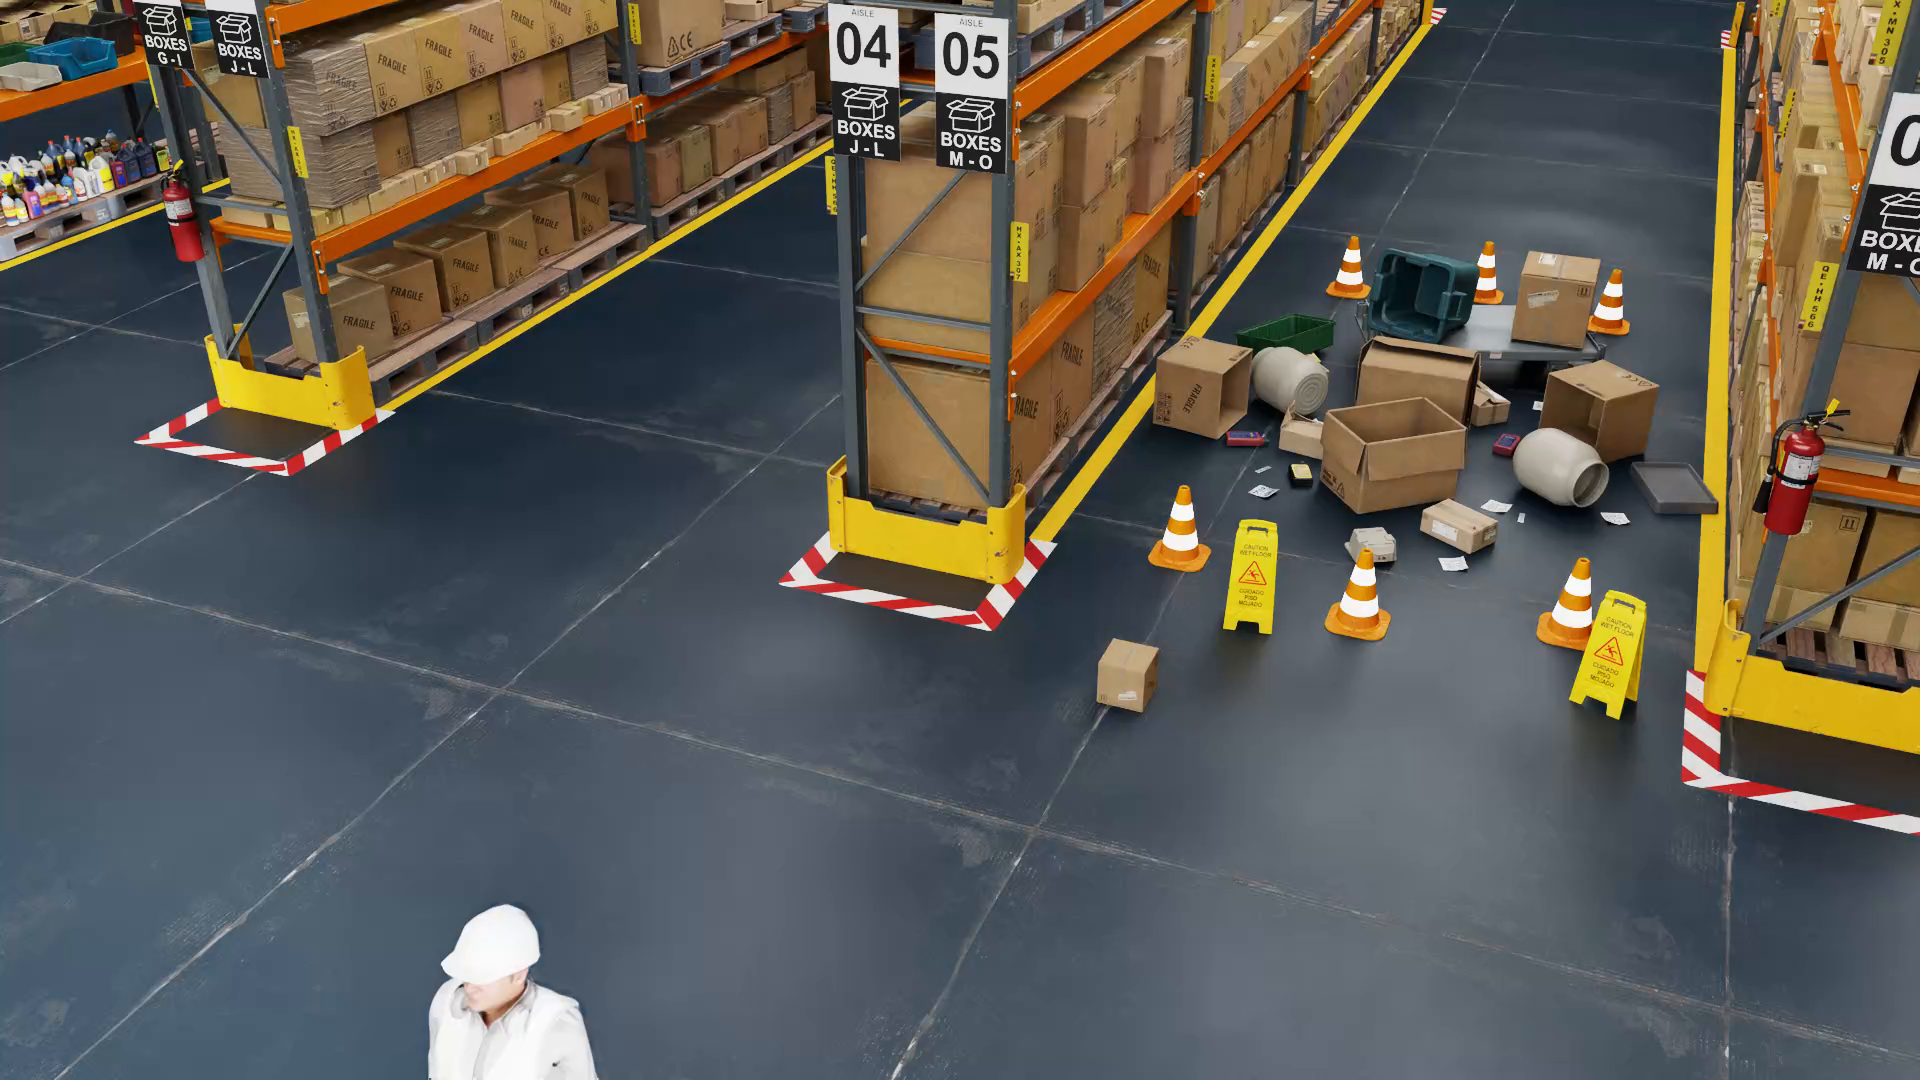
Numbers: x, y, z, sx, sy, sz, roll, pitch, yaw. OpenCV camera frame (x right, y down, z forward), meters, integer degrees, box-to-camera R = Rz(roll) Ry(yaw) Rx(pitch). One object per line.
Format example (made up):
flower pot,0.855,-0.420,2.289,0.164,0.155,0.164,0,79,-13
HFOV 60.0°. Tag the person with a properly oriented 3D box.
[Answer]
person,-1.356,1.829,5.128,0.541,1.743,0.873,12,32,20
